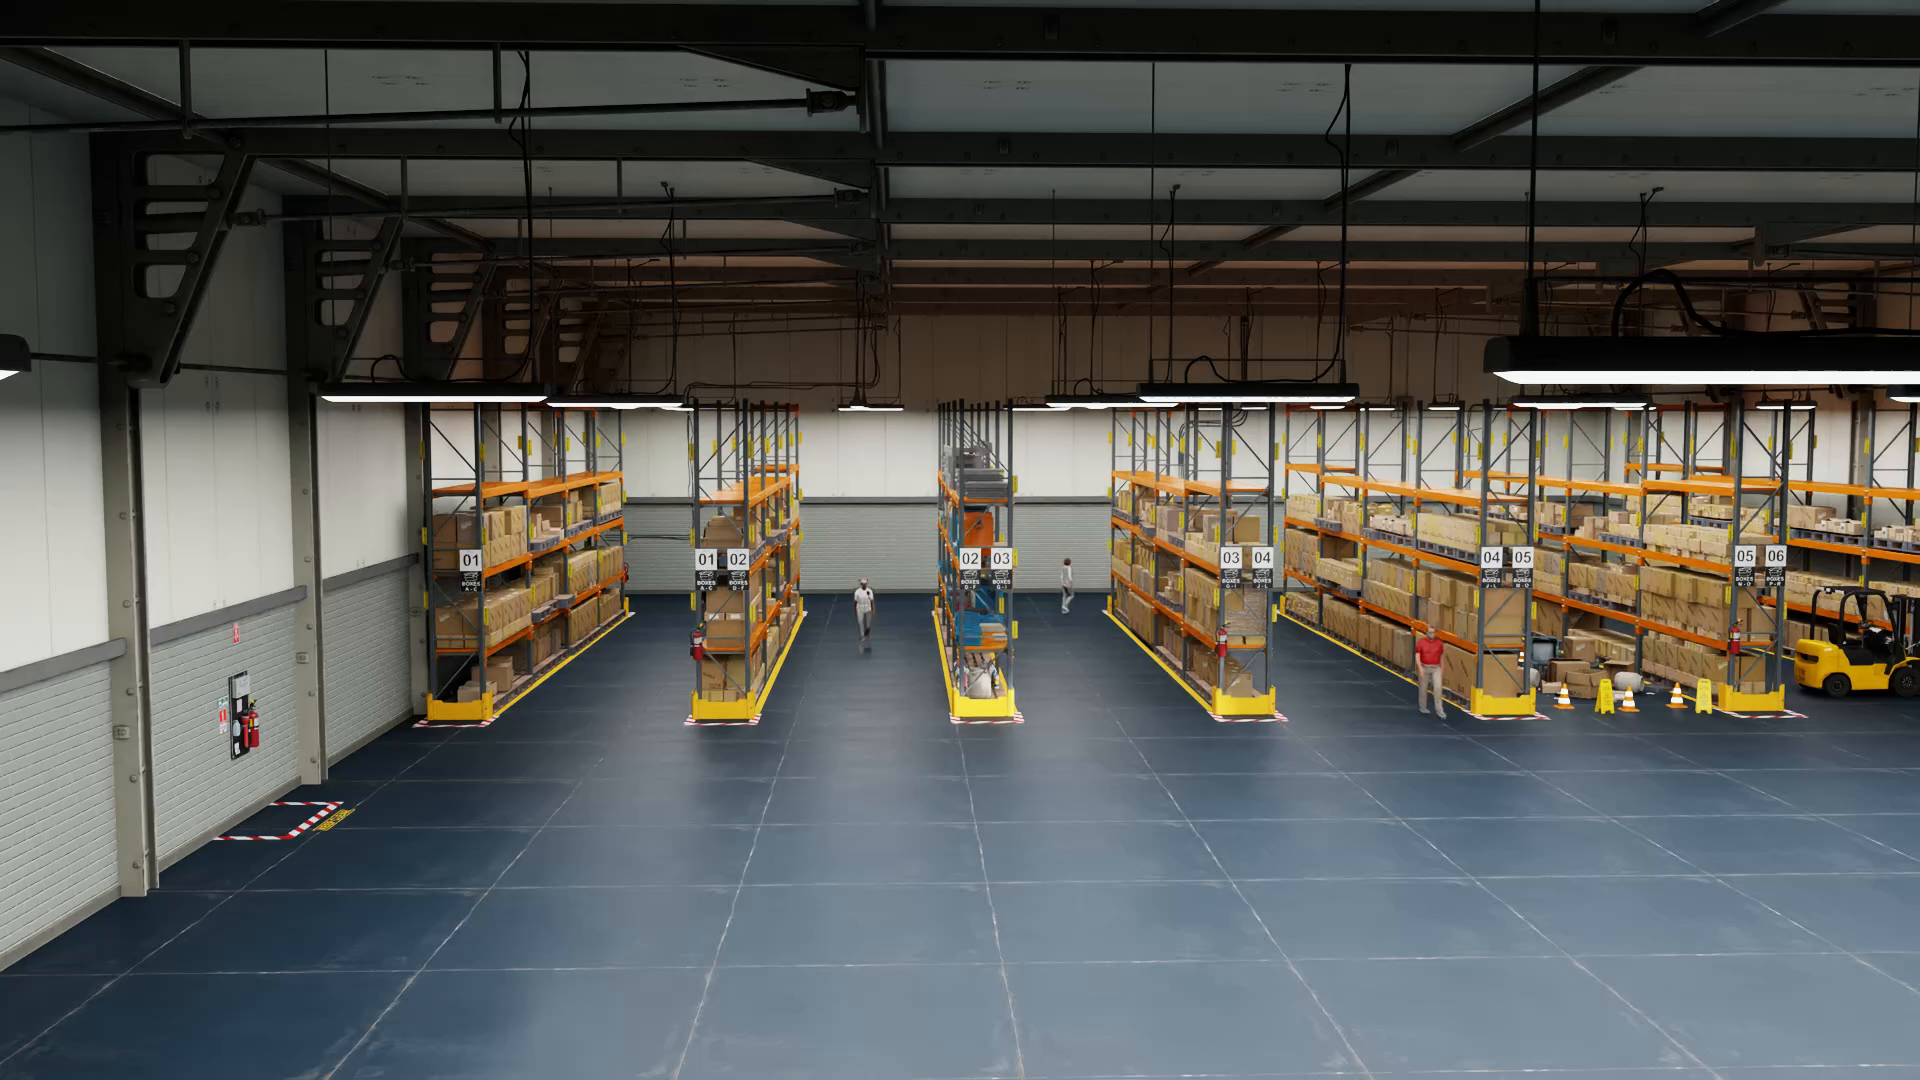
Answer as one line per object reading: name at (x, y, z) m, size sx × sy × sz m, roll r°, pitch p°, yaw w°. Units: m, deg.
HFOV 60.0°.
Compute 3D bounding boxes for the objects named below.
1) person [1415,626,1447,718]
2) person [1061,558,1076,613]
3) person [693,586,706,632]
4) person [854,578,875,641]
person at (8.888, 2.470, 31.427) m, size 0.558 × 1.690 × 0.923 m, roll 1°, pitch 4°, yaw 9°
person at (3.040, 1.304, 47.592) m, size 0.434 × 1.600 × 0.444 m, roll -3°, pitch 5°, yaw -36°
person at (-6.617, 1.611, 43.433) m, size 0.624 × 1.632 × 0.723 m, roll 1°, pitch 4°, yaw 7°
person at (-2.307, 1.658, 40.120) m, size 0.518 × 1.515 × 1.023 m, roll 0°, pitch 4°, yaw -4°
